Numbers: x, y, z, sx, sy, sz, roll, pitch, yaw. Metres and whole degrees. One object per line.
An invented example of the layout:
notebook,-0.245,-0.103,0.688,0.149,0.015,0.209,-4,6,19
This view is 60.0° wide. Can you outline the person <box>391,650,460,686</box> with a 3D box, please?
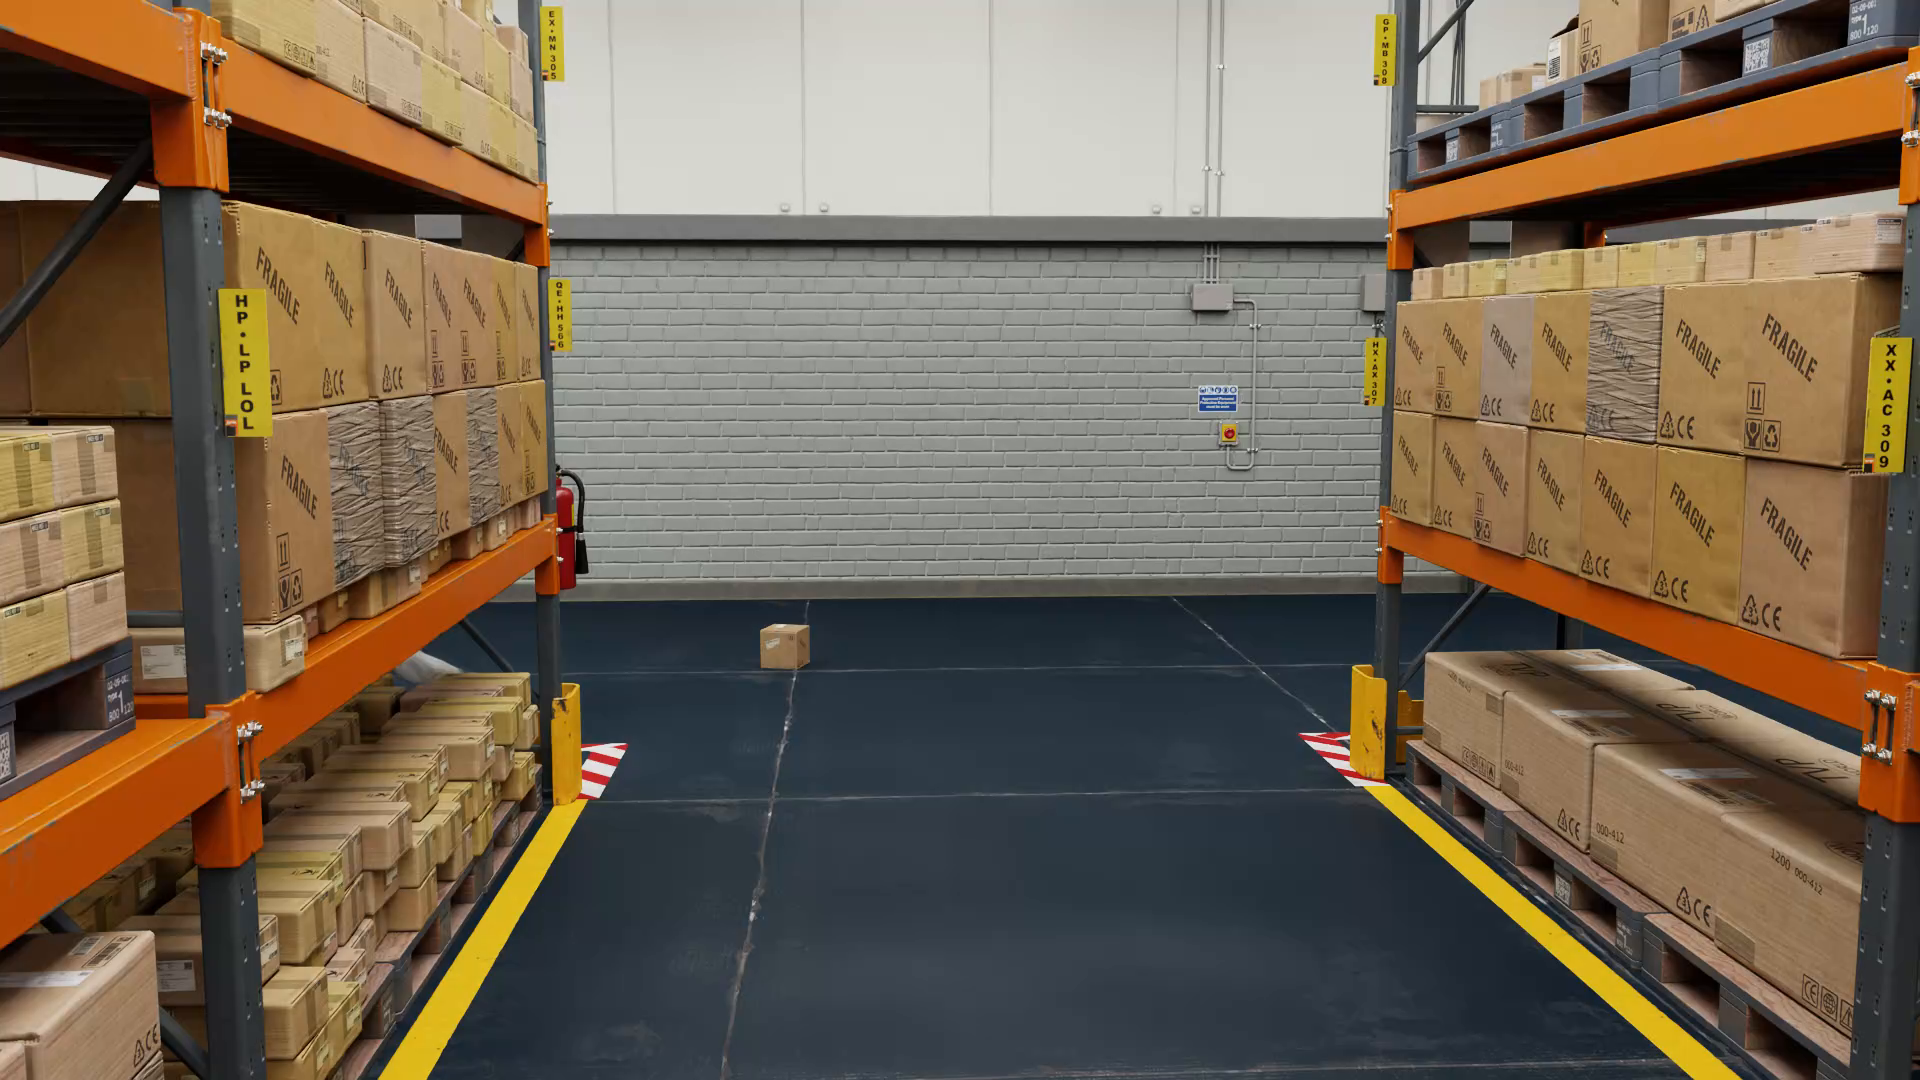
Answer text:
person,-3.110,0.218,8.886,0.846,1.639,0.442,-6,9,-42
